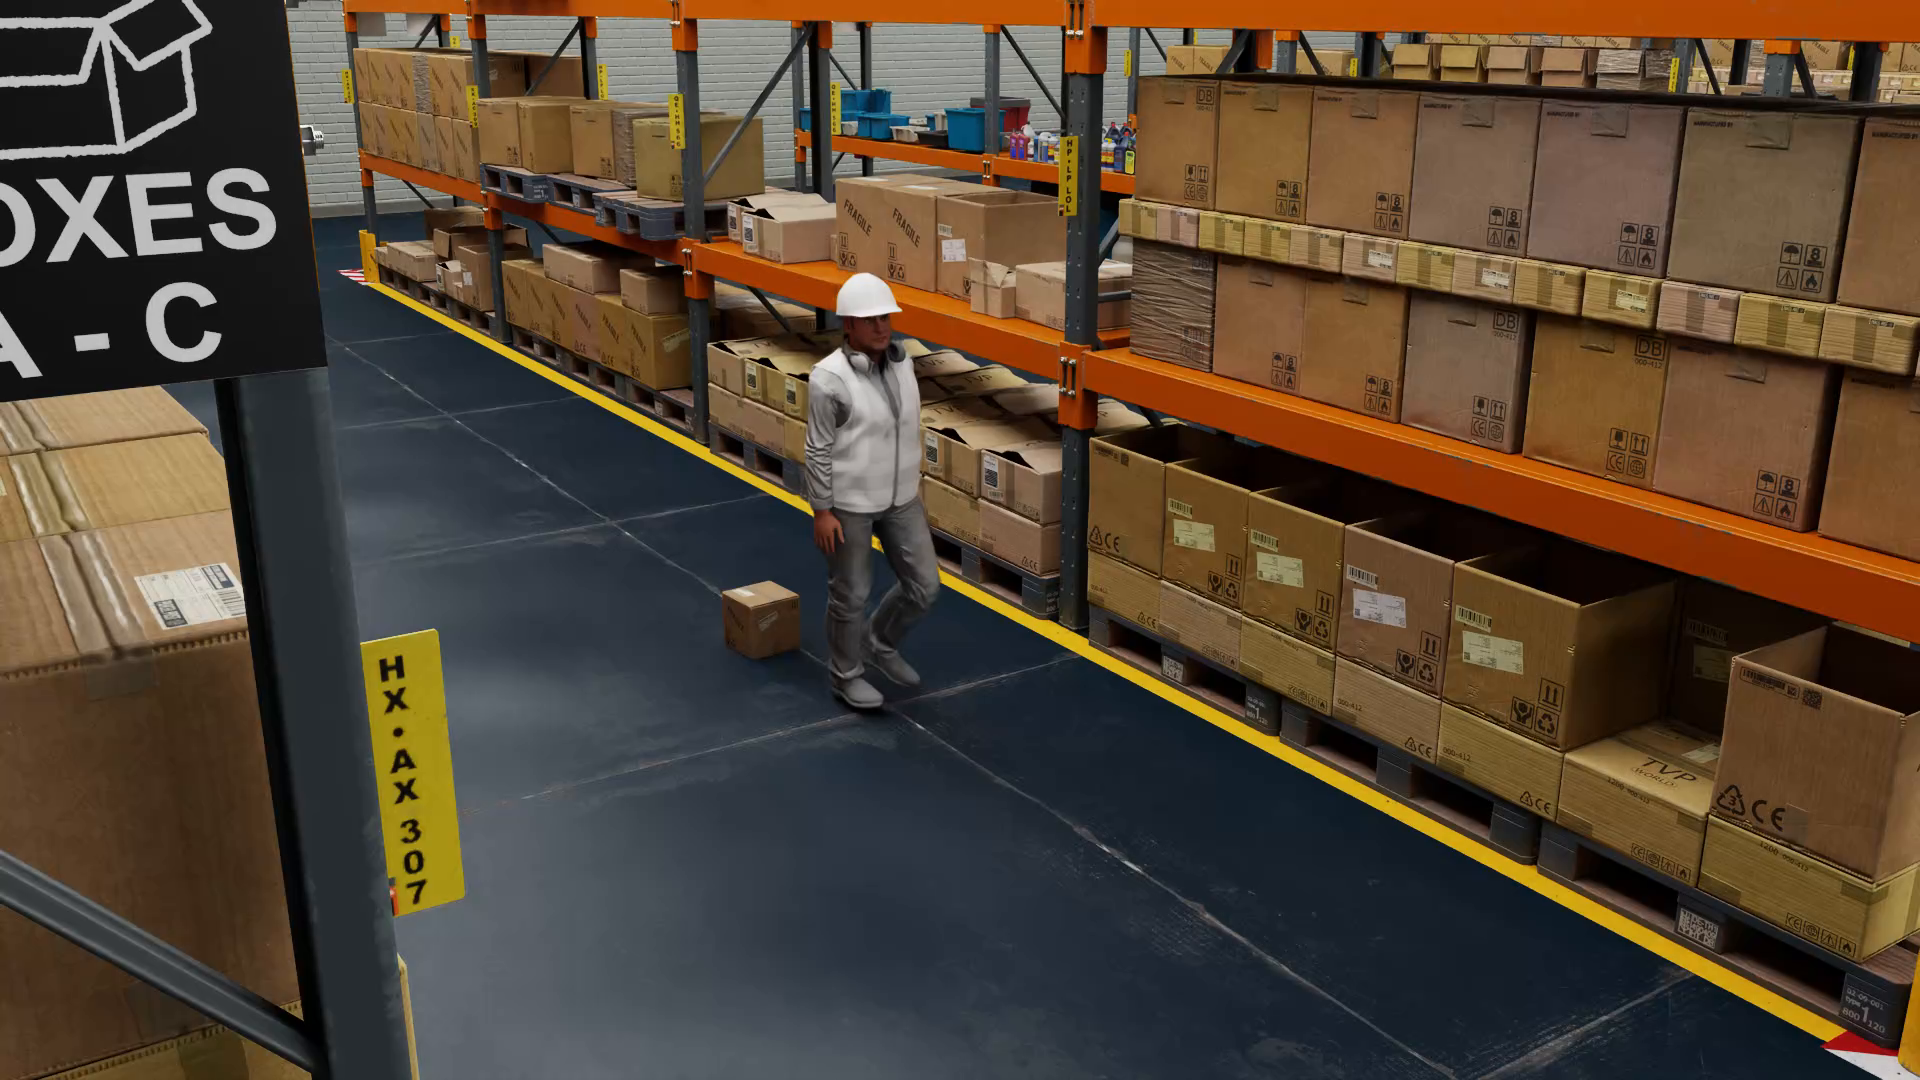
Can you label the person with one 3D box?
[{"bbox_3d":[-0.372,-0.169,6.477,0.560,1.760,0.488,-15,23,-38],"label":"person"}]
